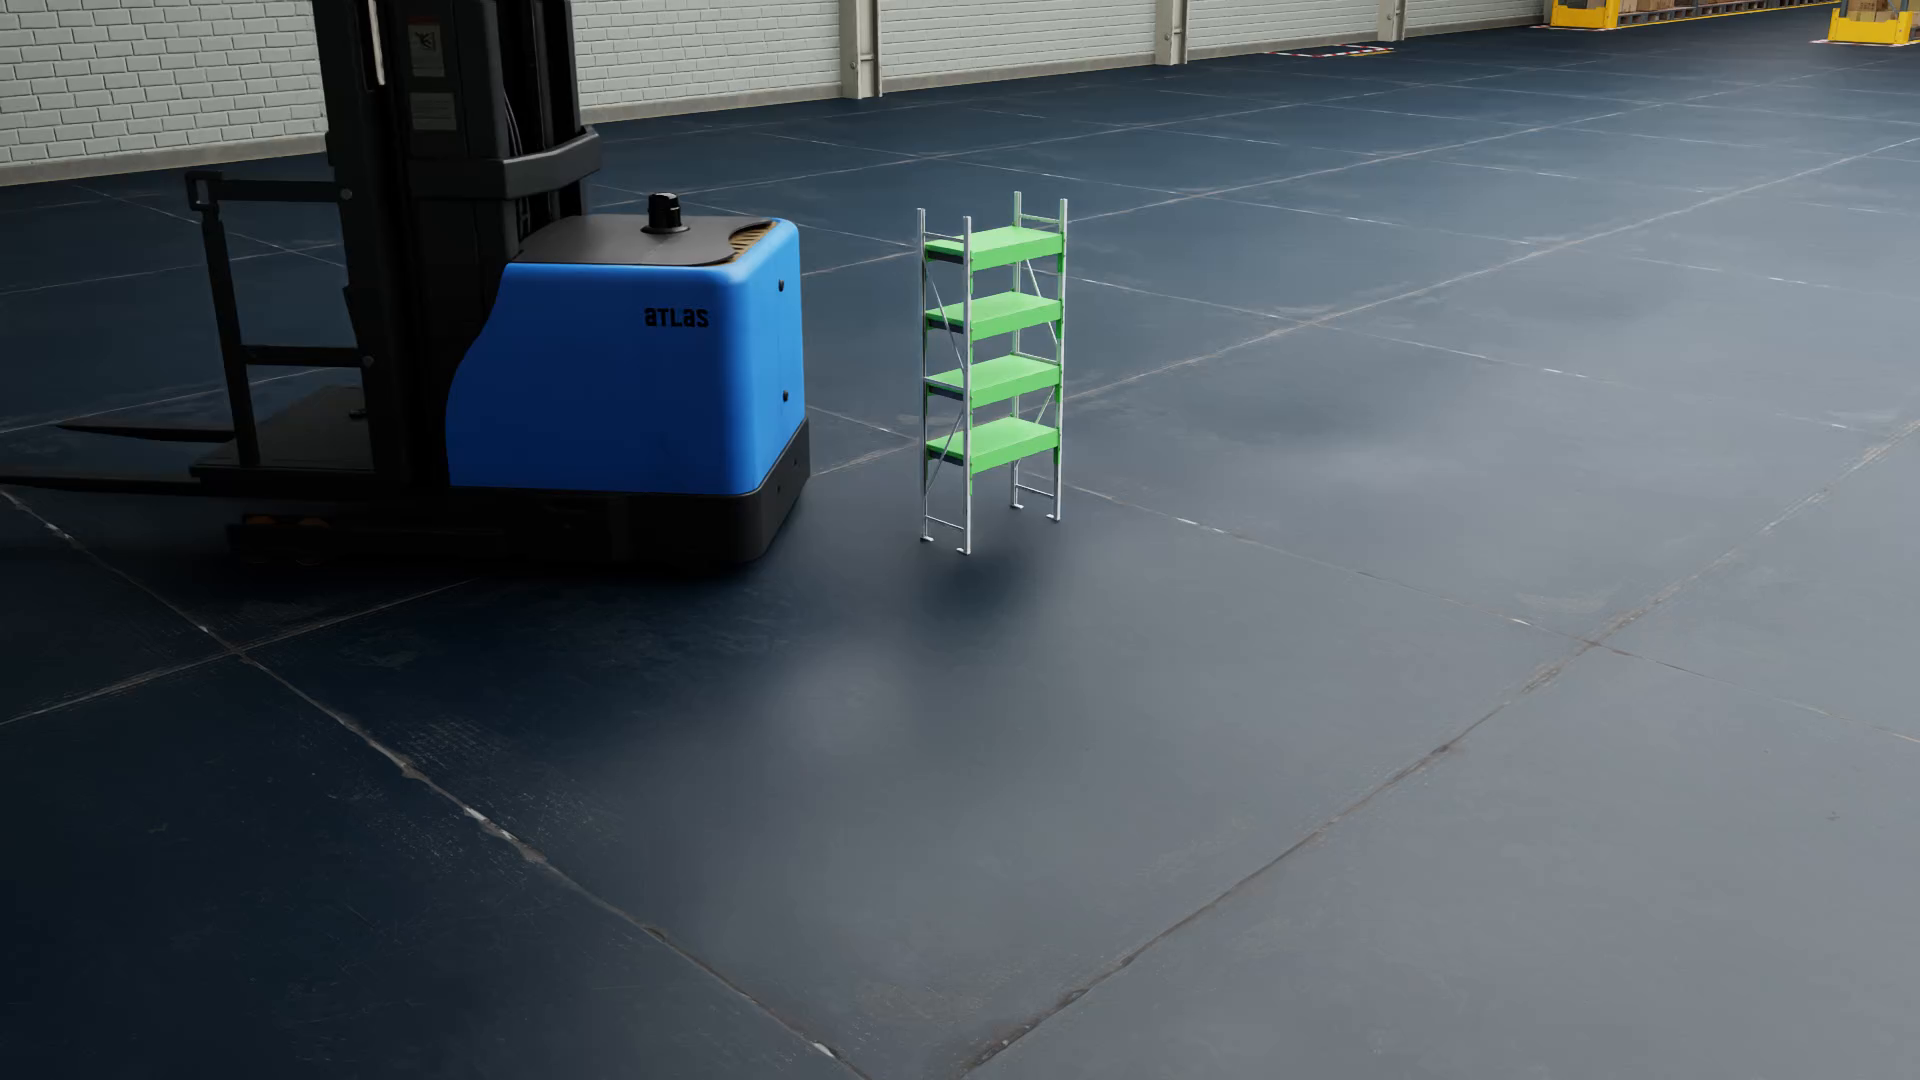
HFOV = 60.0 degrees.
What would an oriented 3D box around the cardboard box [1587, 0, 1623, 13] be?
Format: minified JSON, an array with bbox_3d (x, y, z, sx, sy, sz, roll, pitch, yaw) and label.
[{"bbox_3d":[12.063,-10.023,31.105,0.500,0.311,0.500,15,26,35],"label":"cardboard box"}]

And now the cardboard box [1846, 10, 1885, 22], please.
[{"bbox_3d":[15.230,-8.803,28.043,0.500,0.250,0.500,19,28,41],"label":"cardboard box"}]

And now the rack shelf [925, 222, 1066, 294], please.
[{"bbox_3d":[0.115,-0.991,5.821,0.258,0.148,0.480,19,28,41],"label":"rack shelf"}]

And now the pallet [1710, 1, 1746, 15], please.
[{"bbox_3d":[15.700,-11.160,34.814,1.003,0.211,1.213,19,28,41],"label":"pallet"}]

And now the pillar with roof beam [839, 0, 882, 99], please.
[{"bbox_3d":[1.912,-8.410,15.411,9.100,9.000,0.400,19,28,41],"label":"pillar with roof beam"}]

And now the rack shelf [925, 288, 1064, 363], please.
[{"bbox_3d":[0.115,-0.767,5.907,0.258,0.148,0.480,19,28,41],"label":"rack shelf"}]

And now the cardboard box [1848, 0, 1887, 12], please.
[{"bbox_3d":[15.229,-9.153,27.910,0.500,0.500,0.500,19,28,41],"label":"cardboard box"}]

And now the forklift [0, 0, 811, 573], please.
[{"bbox_3d":[-2.140,-1.462,5.793,3.031,2.935,1.130,2,21,6],"label":"forklift"}]

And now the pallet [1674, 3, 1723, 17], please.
[{"bbox_3d":[14.849,-10.844,33.995,1.003,0.211,1.213,19,28,41],"label":"pallet"}]

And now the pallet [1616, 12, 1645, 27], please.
[{"bbox_3d":[12.161,-9.835,31.369,1.003,0.211,1.213,19,28,41],"label":"pallet"}]

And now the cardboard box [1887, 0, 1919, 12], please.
[{"bbox_3d":[15.949,-9.152,27.907,0.500,0.500,0.500,19,28,41],"label":"cardboard box"}]

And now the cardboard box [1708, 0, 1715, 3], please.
[{"bbox_3d":[15.133,-11.323,34.224,0.700,0.500,0.500,19,28,40],"label":"cardboard box"}]

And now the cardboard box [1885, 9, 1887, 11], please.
[{"bbox_3d":[15.571,-8.934,28.386,0.500,0.250,0.500,19,28,41],"label":"cardboard box"}]

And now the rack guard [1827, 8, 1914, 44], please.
[{"bbox_3d":[15.051,-8.506,27.507,1.175,0.500,0.348,19,28,41],"label":"rack guard"}]

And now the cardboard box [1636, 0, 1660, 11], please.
[{"bbox_3d":[13.009,-10.434,31.910,0.700,0.500,0.500,17,27,37],"label":"cardboard box"}]

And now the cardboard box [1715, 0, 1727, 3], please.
[{"bbox_3d":[15.518,-11.444,34.538,0.700,0.500,0.500,20,28,41],"label":"cardboard box"}]

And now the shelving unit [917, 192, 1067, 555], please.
[{"bbox_3d":[0.115,-0.603,5.970,0.258,1.200,0.503,19,28,41],"label":"shelving unit"}]

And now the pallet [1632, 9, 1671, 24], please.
[{"bbox_3d":[13.012,-10.147,32.181,1.003,0.211,1.213,19,28,41],"label":"pallet"}]

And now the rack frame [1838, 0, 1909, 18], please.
[{"bbox_3d":[15.068,-9.678,27.074,1.000,3.000,0.127,19,28,41],"label":"rack frame"}]

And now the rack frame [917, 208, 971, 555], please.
[{"bbox_3d":[-0.055,-0.540,5.807,0.240,1.200,0.015,19,28,41],"label":"rack frame"}]

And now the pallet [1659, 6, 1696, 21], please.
[{"bbox_3d":[13.863,-10.462,33.001,1.003,0.211,1.213,19,28,41],"label":"pallet"}]

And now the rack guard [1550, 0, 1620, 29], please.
[{"bbox_3d":[11.569,-9.770,30.797,1.175,0.500,0.348,19,28,41],"label":"rack guard"}]

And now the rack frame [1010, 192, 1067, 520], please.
[{"bbox_3d":[0.286,-0.665,6.133,0.240,1.200,0.015,19,28,41],"label":"rack frame"}]

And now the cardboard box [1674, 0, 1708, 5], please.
[{"bbox_3d":[14.808,-11.177,33.845,0.500,0.500,0.700,-19,28,-40],"label":"cardboard box"}]

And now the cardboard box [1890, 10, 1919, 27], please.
[{"bbox_3d":[15.948,-8.803,28.043,0.500,0.250,0.500,19,28,41],"label":"cardboard box"}]

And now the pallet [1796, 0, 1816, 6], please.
[{"bbox_3d":[18.552,-12.168,37.438,1.003,0.211,1.213,19,28,41],"label":"pallet"}]

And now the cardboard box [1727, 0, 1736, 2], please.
[{"bbox_3d":[15.863,-11.576,34.882,0.700,0.500,0.500,19,28,40],"label":"cardboard box"}]

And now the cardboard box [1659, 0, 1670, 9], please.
[{"bbox_3d":[13.611,-10.707,32.622,0.500,0.500,0.500,17,27,37],"label":"cardboard box"}]

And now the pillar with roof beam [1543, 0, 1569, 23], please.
[{"bbox_3d":[14.469,-13.037,27.449,9.100,9.000,0.400,19,28,41],"label":"pillar with roof beam"}]

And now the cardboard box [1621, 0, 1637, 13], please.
[{"bbox_3d":[12.461,-10.170,31.486,0.500,0.311,0.500,-17,27,-38],"label":"cardboard box"}]

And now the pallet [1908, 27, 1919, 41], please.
[{"bbox_3d":[15.572,-8.584,28.113,1.003,0.211,1.213,19,28,41],"label":"pallet"}]

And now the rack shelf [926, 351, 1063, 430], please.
[{"bbox_3d":[0.115,-0.543,5.993,0.258,0.148,0.480,19,28,41],"label":"rack shelf"}]

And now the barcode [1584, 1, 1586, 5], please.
[{"bbox_3d":[11.789,-10.132,31.376,0.001,0.075,0.075,19,28,41],"label":"barcode"}]

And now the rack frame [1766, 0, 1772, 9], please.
[{"bbox_3d":[17.097,-12.974,35.648,1.000,3.000,0.127,19,28,41],"label":"rack frame"}]

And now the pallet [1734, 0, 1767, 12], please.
[{"bbox_3d":[16.551,-11.472,35.626,1.003,0.211,1.213,19,28,41],"label":"pallet"}]

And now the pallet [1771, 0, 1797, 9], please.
[{"bbox_3d":[17.701,-11.856,36.626,1.003,0.211,1.213,19,28,41],"label":"pallet"}]

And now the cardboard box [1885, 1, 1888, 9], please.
[{"bbox_3d":[15.916,-9.414,28.589,0.500,0.500,0.500,19,28,41],"label":"cardboard box"}]

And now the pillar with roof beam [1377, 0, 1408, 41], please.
[{"bbox_3d":[10.284,-11.494,23.437,9.100,9.000,0.400,19,28,41],"label":"pillar with roof beam"}]

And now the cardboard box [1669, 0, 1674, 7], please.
[{"bbox_3d":[13.955,-10.683,33.025,0.380,0.166,0.250,15,26,34],"label":"cardboard box"}]

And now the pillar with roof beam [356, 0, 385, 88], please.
[{"bbox_3d":[-2.273,-6.867,11.399,9.100,9.000,0.400,19,28,41],"label":"pillar with roof beam"}]

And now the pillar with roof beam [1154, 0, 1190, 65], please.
[{"bbox_3d":[6.098,-9.952,19.424,9.100,9.000,0.400,19,28,41],"label":"pillar with roof beam"}]

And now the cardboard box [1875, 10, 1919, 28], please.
[{"bbox_3d":[15.602,-8.673,27.706,0.500,0.250,0.500,19,28,41],"label":"cardboard box"}]

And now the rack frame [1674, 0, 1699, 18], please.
[{"bbox_3d":[14.307,-11.946,32.973,1.000,3.000,0.127,19,28,41],"label":"rack frame"}]

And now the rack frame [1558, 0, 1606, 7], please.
[{"bbox_3d":[11.516,-10.917,30.298,1.000,3.000,0.127,19,28,41],"label":"rack frame"}]

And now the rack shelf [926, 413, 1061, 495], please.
[{"bbox_3d":[0.115,-0.319,6.079,0.258,0.148,0.480,19,28,41],"label":"rack shelf"}]

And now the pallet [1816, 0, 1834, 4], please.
[{"bbox_3d":[19.403,-12.483,38.258,1.003,0.211,1.213,19,28,41],"label":"pallet"}]
